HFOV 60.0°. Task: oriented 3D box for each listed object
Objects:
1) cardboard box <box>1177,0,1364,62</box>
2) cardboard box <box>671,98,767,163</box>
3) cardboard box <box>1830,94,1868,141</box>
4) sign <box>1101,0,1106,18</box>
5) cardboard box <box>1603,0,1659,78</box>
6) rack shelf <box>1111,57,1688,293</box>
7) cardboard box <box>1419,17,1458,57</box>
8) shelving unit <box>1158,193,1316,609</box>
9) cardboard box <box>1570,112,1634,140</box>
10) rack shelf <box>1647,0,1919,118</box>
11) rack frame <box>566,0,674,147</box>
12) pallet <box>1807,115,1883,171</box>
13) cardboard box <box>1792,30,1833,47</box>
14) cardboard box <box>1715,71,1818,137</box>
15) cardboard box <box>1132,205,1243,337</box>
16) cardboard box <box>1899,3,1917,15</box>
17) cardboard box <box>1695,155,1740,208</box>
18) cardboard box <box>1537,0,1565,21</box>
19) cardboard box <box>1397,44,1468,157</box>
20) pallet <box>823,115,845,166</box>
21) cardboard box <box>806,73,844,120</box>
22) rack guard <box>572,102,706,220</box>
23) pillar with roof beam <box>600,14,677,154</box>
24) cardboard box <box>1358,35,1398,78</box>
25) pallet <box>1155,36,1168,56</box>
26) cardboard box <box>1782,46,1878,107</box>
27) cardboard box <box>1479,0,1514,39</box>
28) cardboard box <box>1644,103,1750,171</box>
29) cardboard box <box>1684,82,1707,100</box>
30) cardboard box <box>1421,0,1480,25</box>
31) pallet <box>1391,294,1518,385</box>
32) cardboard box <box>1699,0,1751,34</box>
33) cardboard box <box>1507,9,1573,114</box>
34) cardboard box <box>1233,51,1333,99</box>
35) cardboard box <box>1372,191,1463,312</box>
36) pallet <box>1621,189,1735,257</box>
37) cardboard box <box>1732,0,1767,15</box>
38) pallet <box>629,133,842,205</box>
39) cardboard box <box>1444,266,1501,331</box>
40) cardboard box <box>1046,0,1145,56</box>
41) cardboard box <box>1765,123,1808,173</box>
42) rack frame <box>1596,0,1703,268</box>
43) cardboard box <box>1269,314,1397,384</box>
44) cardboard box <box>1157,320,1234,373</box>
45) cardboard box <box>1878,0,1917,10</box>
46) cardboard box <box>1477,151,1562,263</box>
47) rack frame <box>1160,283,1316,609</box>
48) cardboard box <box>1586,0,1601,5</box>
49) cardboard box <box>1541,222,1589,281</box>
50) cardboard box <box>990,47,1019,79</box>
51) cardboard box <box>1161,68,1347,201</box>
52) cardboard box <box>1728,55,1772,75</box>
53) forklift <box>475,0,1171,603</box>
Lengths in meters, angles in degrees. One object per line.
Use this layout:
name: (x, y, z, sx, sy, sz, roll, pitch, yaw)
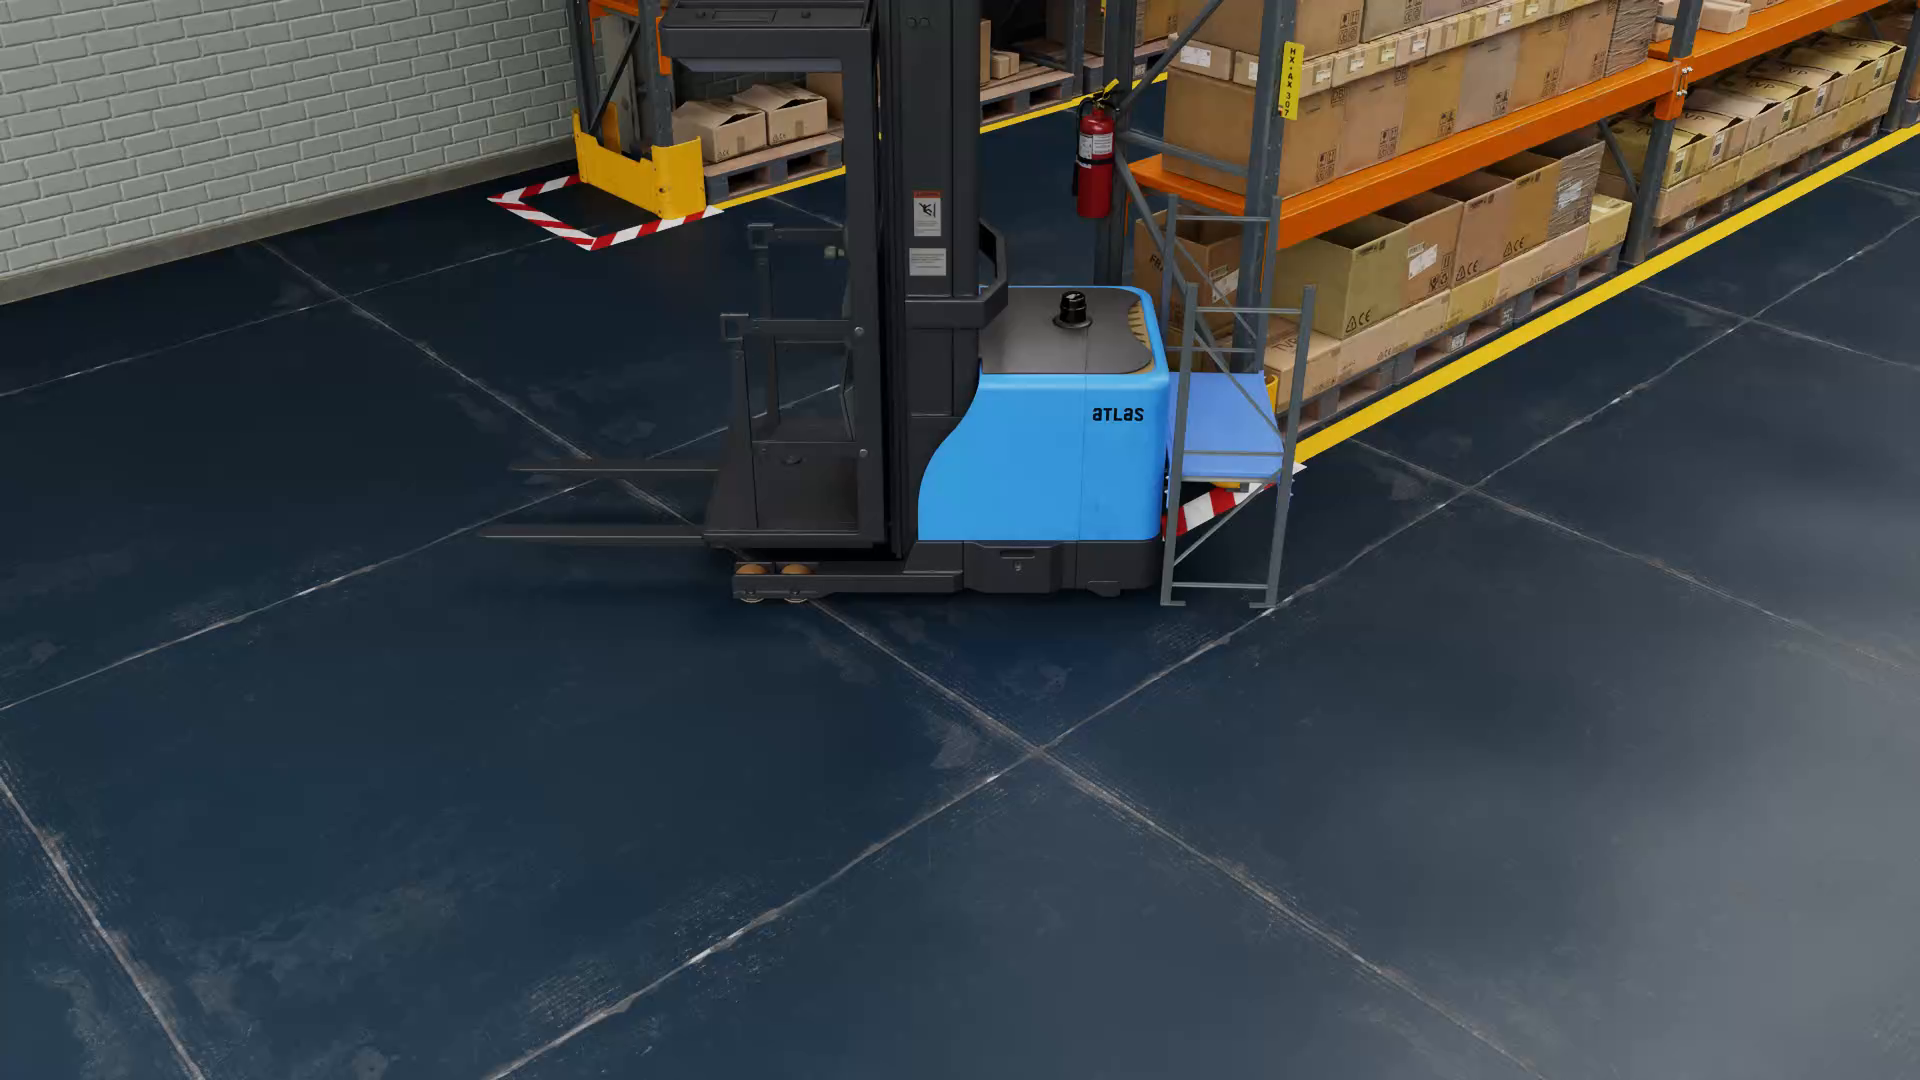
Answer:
cardboard box: (1.455, -2.584, 7.760, 0.500, 0.500, 0.700, -26, 40, -35)
cardboard box: (-1.737, -2.953, 11.860, 0.500, 0.311, 0.500, 24, 39, 34)
cardboard box: (6.336, -3.188, 12.321, 0.500, 0.250, 0.500, -26, 40, -36)
sign: (0.707, -2.615, 7.815, 0.005, 0.325, 0.100, -26, 40, -35)
cardboard box: (3.678, -3.110, 9.864, 0.500, 0.500, 0.700, -27, 41, -37)
rack shelf: (2.532, -2.210, 9.179, 4.000, 0.370, 1.077, -26, 40, -35)
cardboard box: (2.256, -2.551, 8.329, 0.250, 0.149, 0.380, -27, 41, -37)
shelving unit: (1.150, -0.620, 7.321, 0.538, 1.500, 1.048, 1, 31, 1)
cardboard box: (4.101, -2.725, 11.027, 0.500, 0.311, 0.500, -26, 40, -35)
rack shelf: (5.465, -3.629, 11.499, 4.000, 0.370, 1.077, -26, 40, -35)
rack frame: (-2.305, -3.702, 10.928, 0.127, 3.000, 1.000, -26, 40, -35)
pallet: (6.302, -3.179, 12.746, 1.213, 0.211, 1.003, -26, 40, -35)
cardboard box: (6.348, -3.817, 12.813, 0.500, 0.311, 0.500, -24, 39, -34)
cardboard box: (5.598, -3.069, 11.590, 0.500, 0.311, 0.500, -25, 39, -34)
cardboard box: (1.257, -1.438, 8.741, 0.500, 0.500, 0.500, -26, 40, -35)
cardboard box: (7.840, -4.007, 13.402, 0.500, 0.500, 0.500, -27, 41, -37)
cardboard box: (4.839, -2.462, 11.134, 0.500, 0.250, 0.500, -25, 39, -34)
cardboard box: (3.013, -2.918, 8.929, 0.250, 0.149, 0.380, -25, 39, -34)
cardboard box: (2.166, -2.373, 8.660, 0.500, 0.500, 0.700, -26, 40, -35)
pallet: (-0.735, -3.244, 12.853, 1.213, 0.211, 1.003, -26, 40, -35)
cardboard box: (-0.747, -3.477, 12.535, 0.700, 0.500, 0.500, 26, 40, 36)
rack guard: (-2.250, -2.662, 11.624, 0.348, 0.500, 1.175, -26, 40, -35)
pillar with roof beam: (0.547, -5.193, 7.617, 0.400, 9.000, 9.100, -26, 40, -35)
cardboard box: (1.875, -2.367, 8.028, 0.250, 0.149, 0.380, -26, 40, -35)
pallet: (2.093, -4.642, 15.140, 1.213, 0.211, 1.003, -26, 40, -35)
cardboard box: (6.339, -3.424, 12.170, 0.500, 0.311, 0.500, -27, 40, -36)
cardboard box: (2.627, -2.729, 8.620, 0.250, 0.149, 0.380, -25, 40, -35)
cardboard box: (4.842, -2.699, 10.984, 0.500, 0.311, 0.500, -26, 40, -36)
cardboard box: (4.846, -3.088, 11.621, 0.500, 0.311, 0.500, -26, 40, -36)
cardboard box: (2.206, -2.951, 8.362, 0.500, 0.500, 0.700, -26, 40, -35)
pallet: (2.492, -1.336, 9.733, 1.213, 0.211, 1.003, -26, 40, -35)
cardboard box: (4.787, -3.356, 10.603, 0.250, 0.149, 0.380, -26, 40, -35)
cardboard box: (2.925, -2.744, 9.266, 0.500, 0.500, 0.700, -25, 39, -35)
cardboard box: (1.500, -2.184, 7.729, 0.250, 0.149, 0.380, -26, 40, -36)
cardboard box: (2.333, -1.599, 9.005, 0.500, 0.500, 0.500, -26, 40, -35)
pallet: (4.512, -2.313, 11.331, 1.213, 0.211, 1.003, -26, 40, -35)
cardboard box: (4.959, -3.722, 10.866, 0.500, 0.500, 0.500, -23, 38, -32)
pallet: (-1.630, -2.814, 12.149, 1.213, 0.211, 1.003, -26, 40, -35)
cardboard box: (2.711, -1.451, 9.480, 0.500, 0.250, 0.500, -26, 40, -35)
cardboard box: (1.156, -4.509, 14.223, 0.500, 0.500, 0.700, -24, 39, -34)
cardboard box: (5.590, -2.827, 11.731, 0.500, 0.250, 0.500, -25, 39, -35)
rack frame: (3.999, -3.227, 10.152, 0.127, 3.000, 1.000, -26, 40, -35)
cardboard box: (1.974, -1.098, 8.903, 0.500, 0.250, 0.500, -26, 40, -35)
cardboard box: (1.258, -1.117, 8.935, 0.500, 0.250, 0.500, -26, 40, -35)
cardboard box: (7.496, -4.530, 13.538, 0.500, 0.250, 0.500, -24, 39, -34)
cardboard box: (3.069, -1.953, 9.583, 0.500, 0.500, 0.500, -26, 40, -35)
rack frame: (1.133, -0.355, 6.888, 0.500, 1.500, 0.032, 1, 31, 1)
cardboard box: (3.380, -3.093, 9.216, 0.250, 0.149, 0.380, -26, 40, -36)
cardboard box: (3.434, -1.811, 10.070, 0.500, 0.250, 0.500, -26, 40, -35)
cardboard box: (0.256, -3.898, 13.544, 0.380, 0.166, 0.250, 23, 38, 33)
cardboard box: (1.417, -2.011, 8.068, 0.500, 0.500, 0.700, -26, 40, -35)
cardboard box: (5.593, -3.448, 12.209, 0.500, 0.311, 0.500, -27, 41, -37)
forklift: (-0.631, -1.252, 6.987, 3.031, 2.935, 1.130, 0, 31, 0)
